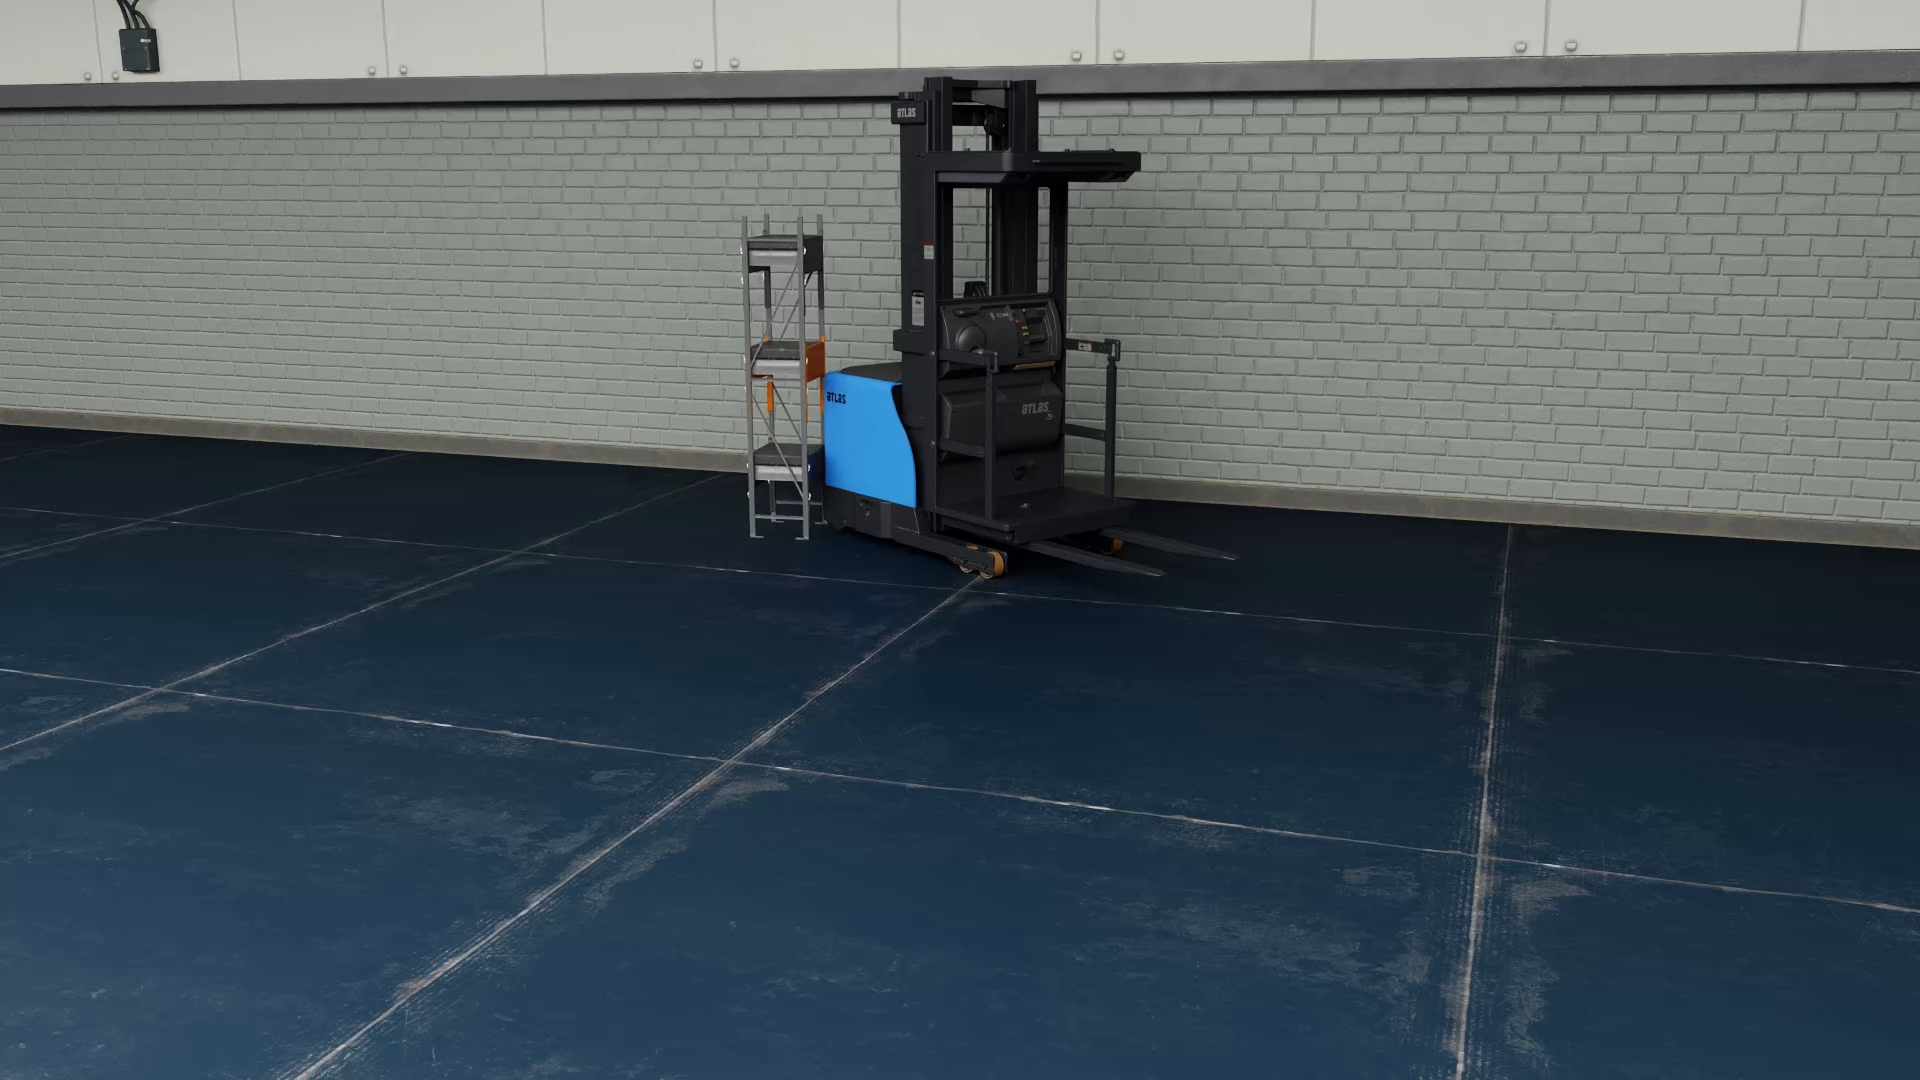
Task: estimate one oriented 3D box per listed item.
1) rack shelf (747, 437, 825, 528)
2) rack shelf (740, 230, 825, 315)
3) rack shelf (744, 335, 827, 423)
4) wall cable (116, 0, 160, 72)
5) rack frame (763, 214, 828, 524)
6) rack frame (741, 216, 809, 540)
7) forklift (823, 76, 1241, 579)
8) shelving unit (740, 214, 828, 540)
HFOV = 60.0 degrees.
[{"bbox_3d":[-1.152,-0.391,11.188,0.431,0.518,0.480,2,13,10],"label":"rack shelf"},{"bbox_3d":[-1.152,-1.755,10.876,0.431,0.518,0.480,2,13,10],"label":"rack shelf"},{"bbox_3d":[-1.152,-1.073,11.032,0.431,0.518,0.480,2,13,10],"label":"rack shelf"},{"bbox_3d":[-6.144,-6.910,13.396,2.305,6.003,0.169,4,14,18],"label":"wall cable"},{"bbox_3d":[-1.109,-1.140,11.263,0.400,2.100,0.015,2,13,10],"label":"rack frame"},{"bbox_3d":[-1.195,-1.033,10.795,0.400,2.100,0.015,2,13,10],"label":"rack frame"},{"bbox_3d":[0.395,-1.322,10.192,1.130,2.935,3.031,-10,16,-38],"label":"forklift"},{"bbox_3d":[-1.152,-1.086,11.029,0.431,2.100,0.503,2,13,10],"label":"shelving unit"}]
